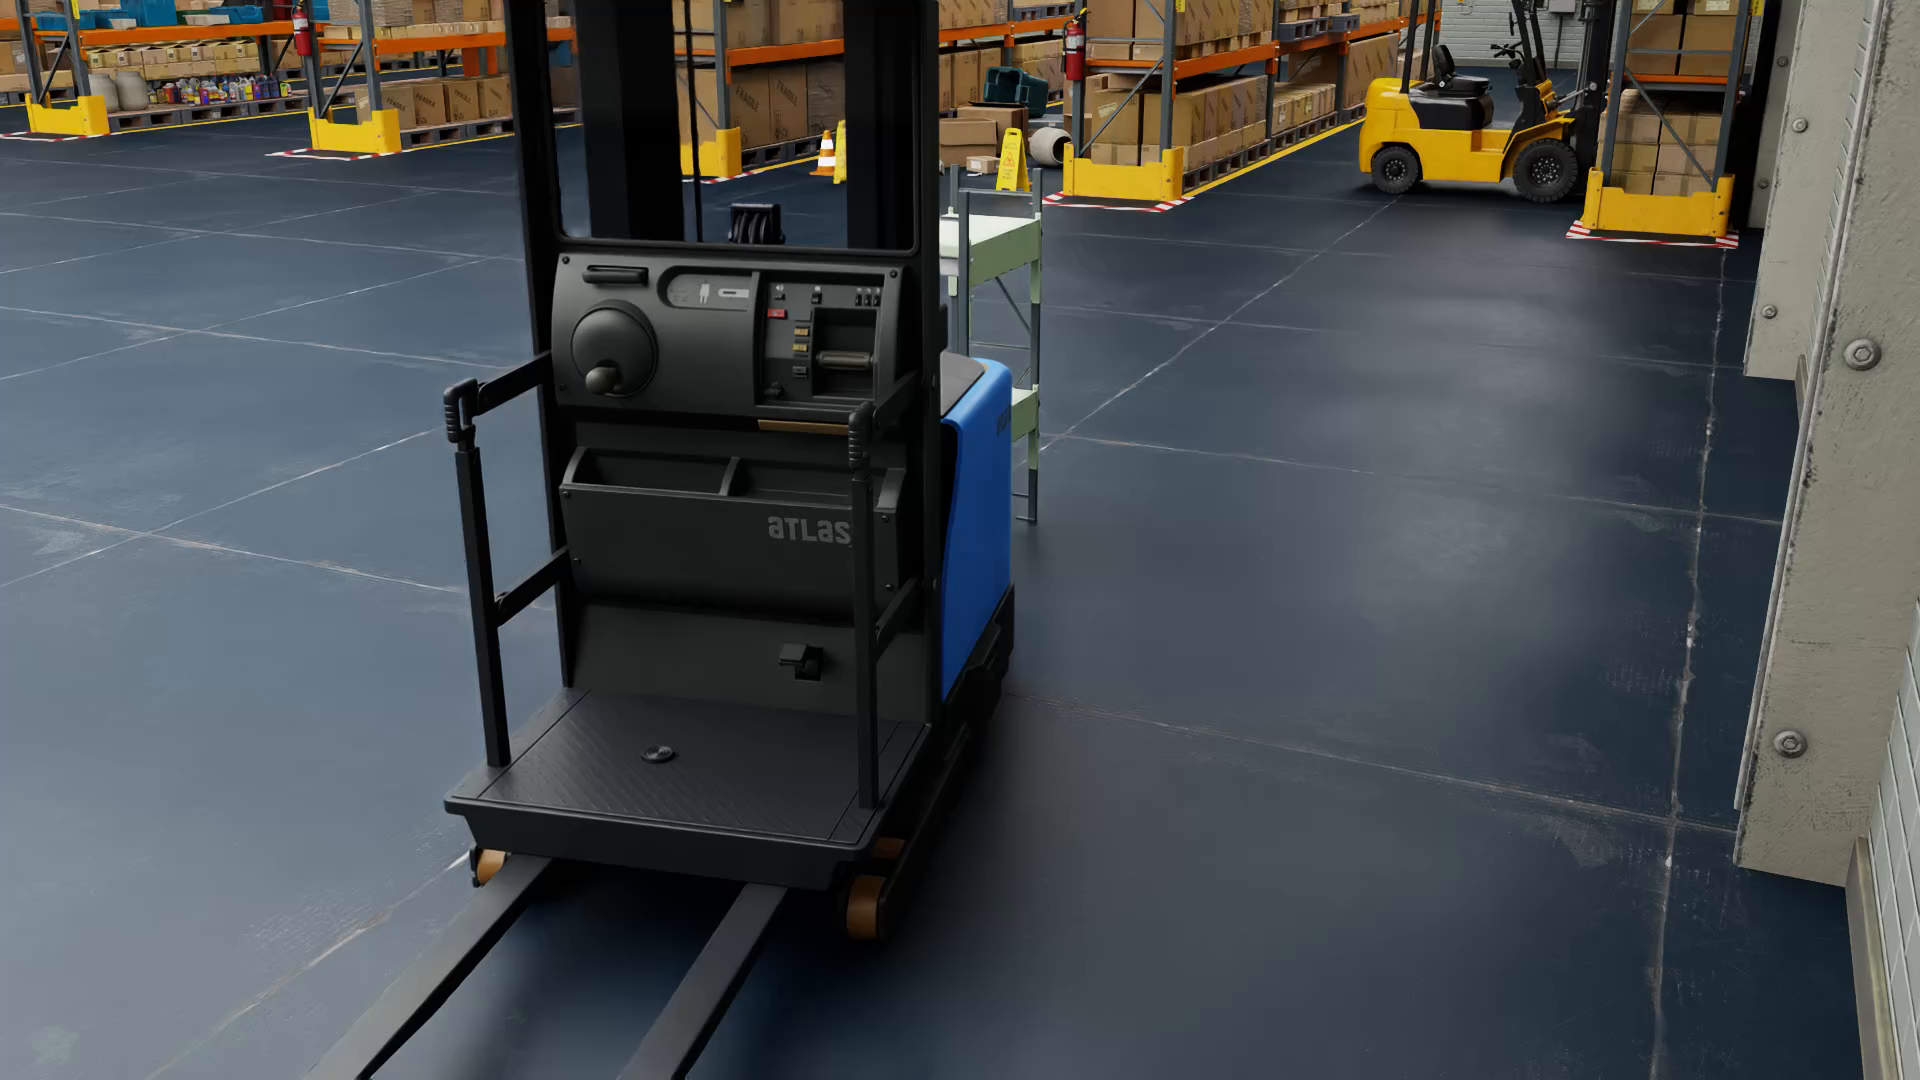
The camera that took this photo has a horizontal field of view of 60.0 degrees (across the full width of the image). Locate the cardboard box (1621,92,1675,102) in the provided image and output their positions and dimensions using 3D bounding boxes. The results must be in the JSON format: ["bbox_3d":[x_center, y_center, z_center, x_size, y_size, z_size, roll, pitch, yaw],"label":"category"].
[{"bbox_3d":[6.861,-4.336,16.668,0.500,0.250,0.500,9,22,25],"label":"cardboard box"}]

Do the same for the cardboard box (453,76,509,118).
[{"bbox_3d":[-6.424,-5.942,22.304,0.500,0.500,0.500,7,21,18],"label":"cardboard box"}]

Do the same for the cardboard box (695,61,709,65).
[{"bbox_3d":[-4.432,-7.460,26.543,0.700,0.500,0.500,7,21,20],"label":"cardboard box"}]

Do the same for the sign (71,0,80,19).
[{"bbox_3d":[-11.470,-6.926,21.553,0.100,0.325,0.005,9,21,23],"label":"sign"}]

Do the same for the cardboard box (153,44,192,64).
[{"bbox_3d":[-13.825,-8.504,29.046,0.500,0.311,0.500,9,22,24],"label":"cardboard box"}]

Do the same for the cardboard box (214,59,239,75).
[{"bbox_3d":[-13.413,-8.548,30.006,0.500,0.250,0.500,8,21,22],"label":"cardboard box"}]

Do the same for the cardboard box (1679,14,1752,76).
[{"bbox_3d":[6.575,-4.313,14.471,0.500,0.500,0.500,9,22,24],"label":"cardboard box"}]

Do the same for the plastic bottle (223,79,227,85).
[{"bbox_3d":[-10.991,-6.766,24.932,0.097,0.271,0.097,0,20,0],"label":"plastic bottle"}]

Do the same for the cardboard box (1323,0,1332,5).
[{"bbox_3d":[4.525,-7.172,21.440,0.500,0.500,0.500,7,21,19],"label":"cardboard box"}]

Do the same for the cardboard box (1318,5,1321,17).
[{"bbox_3d":[4.383,-6.741,21.194,0.380,0.149,0.250,8,21,21],"label":"cardboard box"}]

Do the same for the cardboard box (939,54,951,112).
[{"bbox_3d":[-0.760,-6.338,23.045,1.050,0.750,0.750,9,21,23],"label":"cardboard box"}]

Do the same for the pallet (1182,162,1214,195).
[{"bbox_3d":[1.985,-3.786,17.298,1.003,0.211,1.213,9,21,23],"label":"pallet"}]

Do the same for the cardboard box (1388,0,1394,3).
[{"bbox_3d":[6.347,-8.344,25.432,0.500,0.250,0.500,9,22,24],"label":"cardboard box"}]

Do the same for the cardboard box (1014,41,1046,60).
[{"bbox_3d":[1.019,-7.633,25.939,0.500,0.250,0.500,8,21,22],"label":"cardboard box"}]

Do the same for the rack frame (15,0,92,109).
[{"bbox_3d":[-11.970,-6.872,21.816,1.000,3.000,0.127,9,21,23],"label":"rack frame"}]

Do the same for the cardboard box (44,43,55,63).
[{"bbox_3d":[-17.980,-9.479,32.221,0.700,0.500,0.500,9,21,23],"label":"cardboard box"}]

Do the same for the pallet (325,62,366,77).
[{"bbox_3d":[-12.371,-9.279,32.746,1.003,0.211,1.213,9,21,23],"label":"pallet"}]

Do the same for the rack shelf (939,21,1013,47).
[{"bbox_3d":[-0.511,-6.976,23.182,1.077,0.370,4.000,9,21,23],"label":"rack shelf"}]

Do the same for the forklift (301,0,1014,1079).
[{"bbox_3d":[-0.647,-0.518,4.051,1.130,2.935,3.031,4,20,12],"label":"forklift"}]

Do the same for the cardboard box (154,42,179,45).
[{"bbox_3d":[-14.113,-8.728,29.674,0.500,0.311,0.500,8,21,21],"label":"cardboard box"}]

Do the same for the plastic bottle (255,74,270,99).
[{"bbox_3d":[-10.412,-6.759,24.794,0.144,0.351,0.185,7,21,20],"label":"plastic bottle"}]

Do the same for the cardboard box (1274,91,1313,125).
[{"bbox_3d":[4.014,-5.609,21.559,0.950,0.372,0.625,9,22,24],"label":"cardboard box"}]

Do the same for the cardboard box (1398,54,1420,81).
[{"bbox_3d":[7.224,-7.943,28.023,0.875,0.438,0.875,8,21,21],"label":"cardboard box"}]

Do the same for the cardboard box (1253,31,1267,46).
[{"bbox_3d":[3.278,-5.720,18.951,0.380,0.149,0.250,9,22,24],"label":"cardboard box"}]

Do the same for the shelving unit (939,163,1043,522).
[{"bbox_3d":[-0.003,-0.705,6.712,0.431,1.500,0.755,9,21,23],"label":"shelving unit"}]

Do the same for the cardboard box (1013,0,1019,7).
[{"bbox_3d":[0.675,-8.115,25.059,0.380,0.149,0.250,8,21,22],"label":"cardboard box"}]

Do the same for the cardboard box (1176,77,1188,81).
[{"bbox_3d":[2.317,-5.203,18.513,0.380,0.149,0.250,10,22,26],"label":"cardboard box"}]

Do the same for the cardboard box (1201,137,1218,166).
[{"bbox_3d":[2.388,-4.099,17.494,0.500,0.250,0.500,9,22,25],"label":"cardboard box"}]

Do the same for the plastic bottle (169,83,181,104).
[{"bbox_3d":[-11.393,-6.480,24.110,0.061,0.283,0.133,9,21,23],"label":"plastic bottle"}]

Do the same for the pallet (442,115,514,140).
[{"bbox_3d":[-6.555,-5.517,22.167,1.003,0.211,1.213,9,21,23],"label":"pallet"}]

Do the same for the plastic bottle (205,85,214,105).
[{"bbox_3d":[-10.803,-6.410,23.932,0.097,0.271,0.097,0,20,0],"label":"plastic bottle"}]

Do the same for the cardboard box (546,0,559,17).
[{"bbox_3d":[-6.054,-7.473,22.913,0.875,0.500,0.500,9,21,23],"label":"cardboard box"}]

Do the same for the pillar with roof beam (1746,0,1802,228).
[{"bbox_3d":[3.299,-7.659,15.076,9.100,9.000,0.400,9,21,23],"label":"pillar with roof beam"}]

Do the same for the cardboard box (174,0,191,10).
[{"bbox_3d":[-13.884,-9.530,29.141,0.500,0.500,0.500,7,21,20],"label":"cardboard box"}]

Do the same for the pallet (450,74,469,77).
[{"bbox_3d":[-8.410,-8.251,29.853,1.003,0.211,1.213,9,21,23],"label":"pallet"}]

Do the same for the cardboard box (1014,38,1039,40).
[{"bbox_3d":[0.974,-8.015,27.013,0.500,0.250,0.500,9,22,25],"label":"cardboard box"}]

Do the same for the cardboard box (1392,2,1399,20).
[{"bbox_3d":[6.549,-8.259,25.938,0.500,0.250,0.500,8,21,21],"label":"cardboard box"}]

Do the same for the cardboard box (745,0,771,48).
[{"bbox_3d":[-2.652,-5.842,18.697,0.875,0.550,0.550,9,21,23],"label":"cardboard box"}]

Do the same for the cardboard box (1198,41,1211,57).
[{"bbox_3d":[2.336,-5.010,16.955,0.380,0.149,0.250,9,21,24],"label":"cardboard box"}]

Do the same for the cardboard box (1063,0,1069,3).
[{"bbox_3d":[1.543,-8.762,26.879,0.380,0.149,0.250,8,21,20],"label":"cardboard box"}]

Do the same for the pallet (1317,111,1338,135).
[{"bbox_3d":[4.544,-5.726,22.754,1.003,0.211,1.213,9,21,23],"label":"pallet"}]

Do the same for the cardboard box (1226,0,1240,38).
[{"bbox_3d":[2.654,-5.598,17.640,0.500,0.500,0.500,8,21,22],"label":"cardboard box"}]

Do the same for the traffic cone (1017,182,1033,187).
[{"bbox_3d":[0.588,-3.946,17.373,0.336,0.463,0.334,9,21,23],"label":"traffic cone"}]

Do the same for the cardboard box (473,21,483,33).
[{"bbox_3d":[-6.434,-6.668,21.618,0.380,0.149,0.250,9,21,23],"label":"cardboard box"}]

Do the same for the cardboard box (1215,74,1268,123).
[{"bbox_3d":[3.230,-5.093,19.172,0.500,0.500,0.500,8,21,22],"label":"cardboard box"}]

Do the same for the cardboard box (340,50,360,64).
[{"bbox_3d":[-12.137,-9.602,32.565,0.500,0.500,0.500,8,21,21],"label":"cardboard box"}]

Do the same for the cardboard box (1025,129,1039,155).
[{"bbox_3d":[0.936,-4.813,20.105,0.258,0.266,0.396,-5,20,-15],"label":"cardboard box"}]

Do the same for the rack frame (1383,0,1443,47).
[{"bbox_3d":[8.141,-9.724,29.834,1.000,3.000,0.127,9,21,23],"label":"rack frame"}]

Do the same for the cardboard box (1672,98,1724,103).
[{"bbox_3d":[7.121,-4.107,16.027,0.500,0.250,0.500,8,21,22],"label":"cardboard box"}]

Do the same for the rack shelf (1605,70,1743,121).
[{"bbox_3d":[6.938,-4.425,16.009,1.077,0.370,4.000,9,21,23],"label":"rack shelf"}]

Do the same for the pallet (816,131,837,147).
[{"bbox_3d":[-1.713,-5.168,21.186,1.003,0.211,1.213,9,21,23],"label":"pallet"}]

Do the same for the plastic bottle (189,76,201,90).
[{"bbox_3d":[-11.293,-6.677,24.563,0.144,0.351,0.185,8,21,22],"label":"plastic bottle"}]

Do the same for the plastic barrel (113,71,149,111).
[{"bbox_3d":[-11.565,-6.263,23.188,0.421,0.512,0.421,0,20,0],"label":"plastic barrel"}]

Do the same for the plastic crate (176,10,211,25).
[{"bbox_3d":[-11.146,-7.619,24.231,0.450,0.188,0.662,9,21,23],"label":"plastic crate"}]
